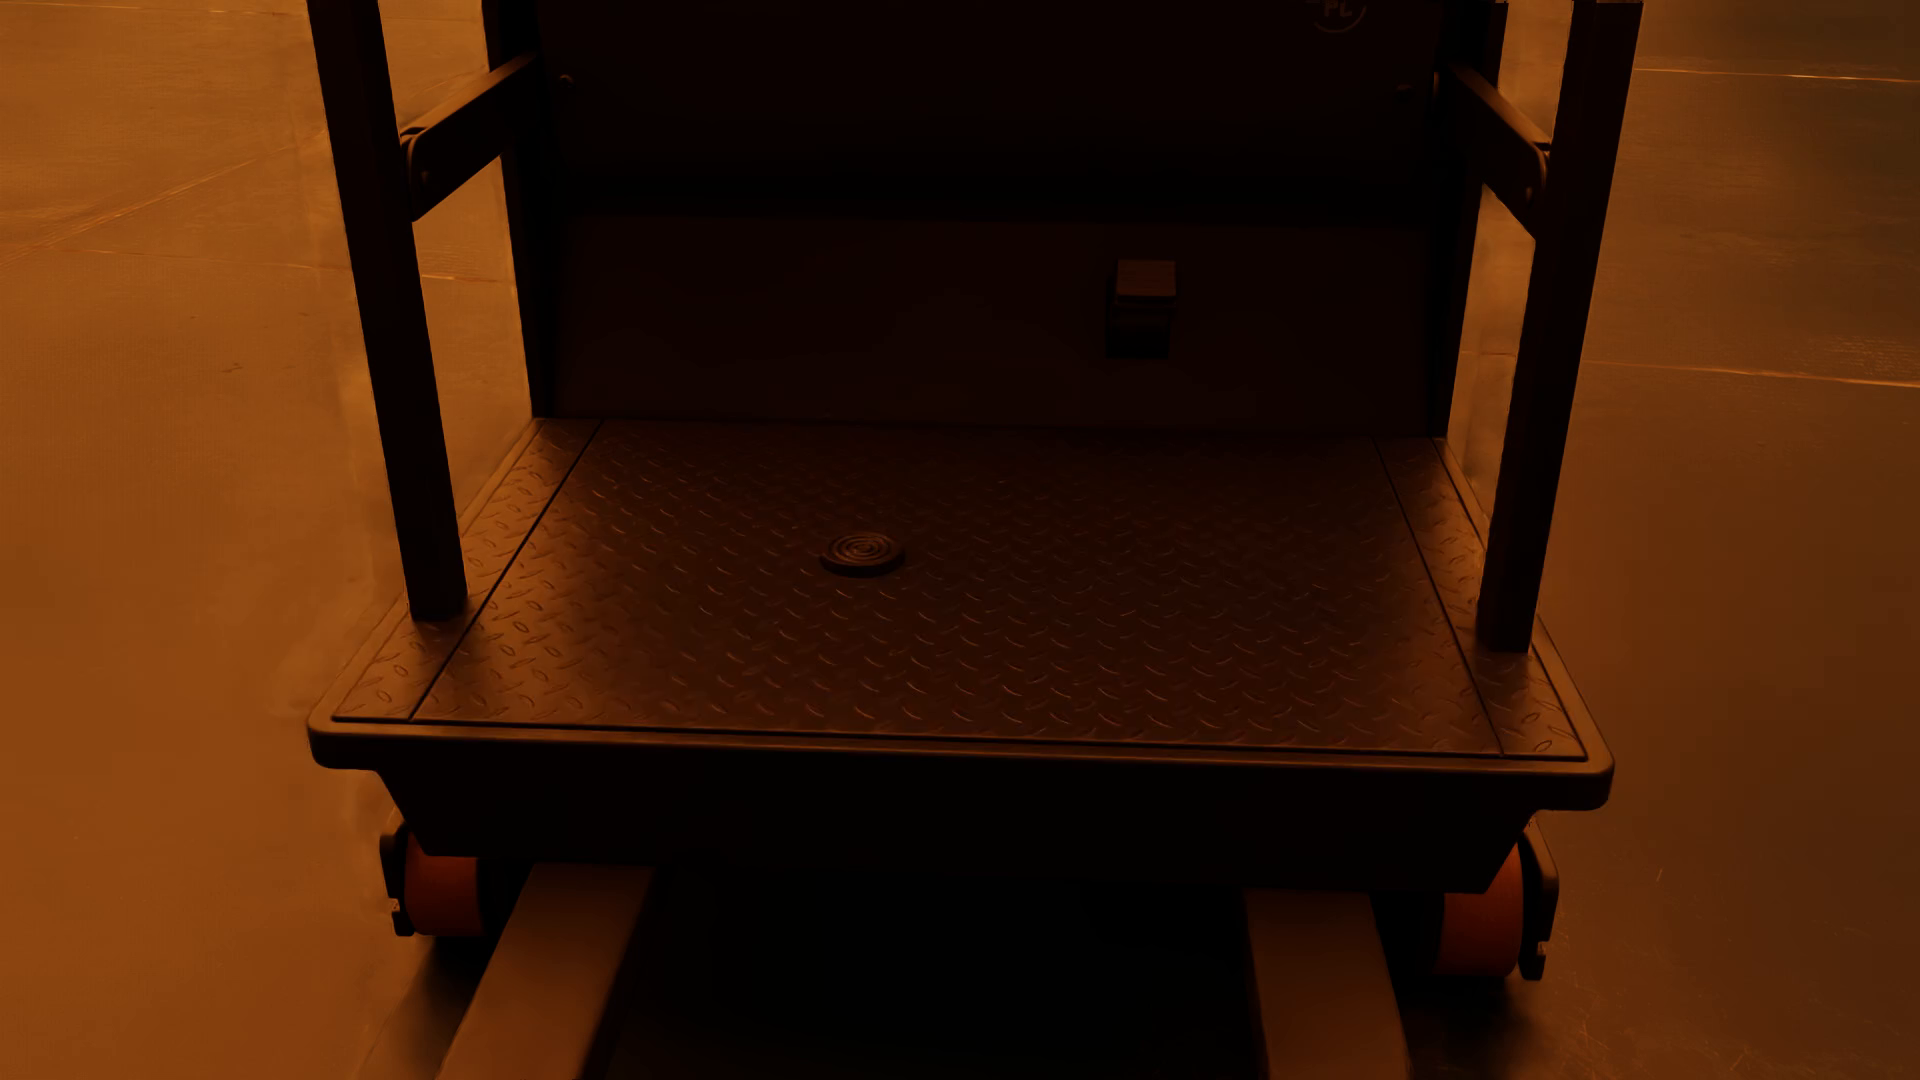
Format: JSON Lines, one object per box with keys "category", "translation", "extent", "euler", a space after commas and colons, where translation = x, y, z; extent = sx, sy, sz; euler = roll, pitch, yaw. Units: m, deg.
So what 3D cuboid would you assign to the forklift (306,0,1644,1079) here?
{"category": "forklift", "translation": [0.016, -1.029, 1.286], "extent": [1.130, 2.935, 3.031], "euler": [1, 27, 3]}
